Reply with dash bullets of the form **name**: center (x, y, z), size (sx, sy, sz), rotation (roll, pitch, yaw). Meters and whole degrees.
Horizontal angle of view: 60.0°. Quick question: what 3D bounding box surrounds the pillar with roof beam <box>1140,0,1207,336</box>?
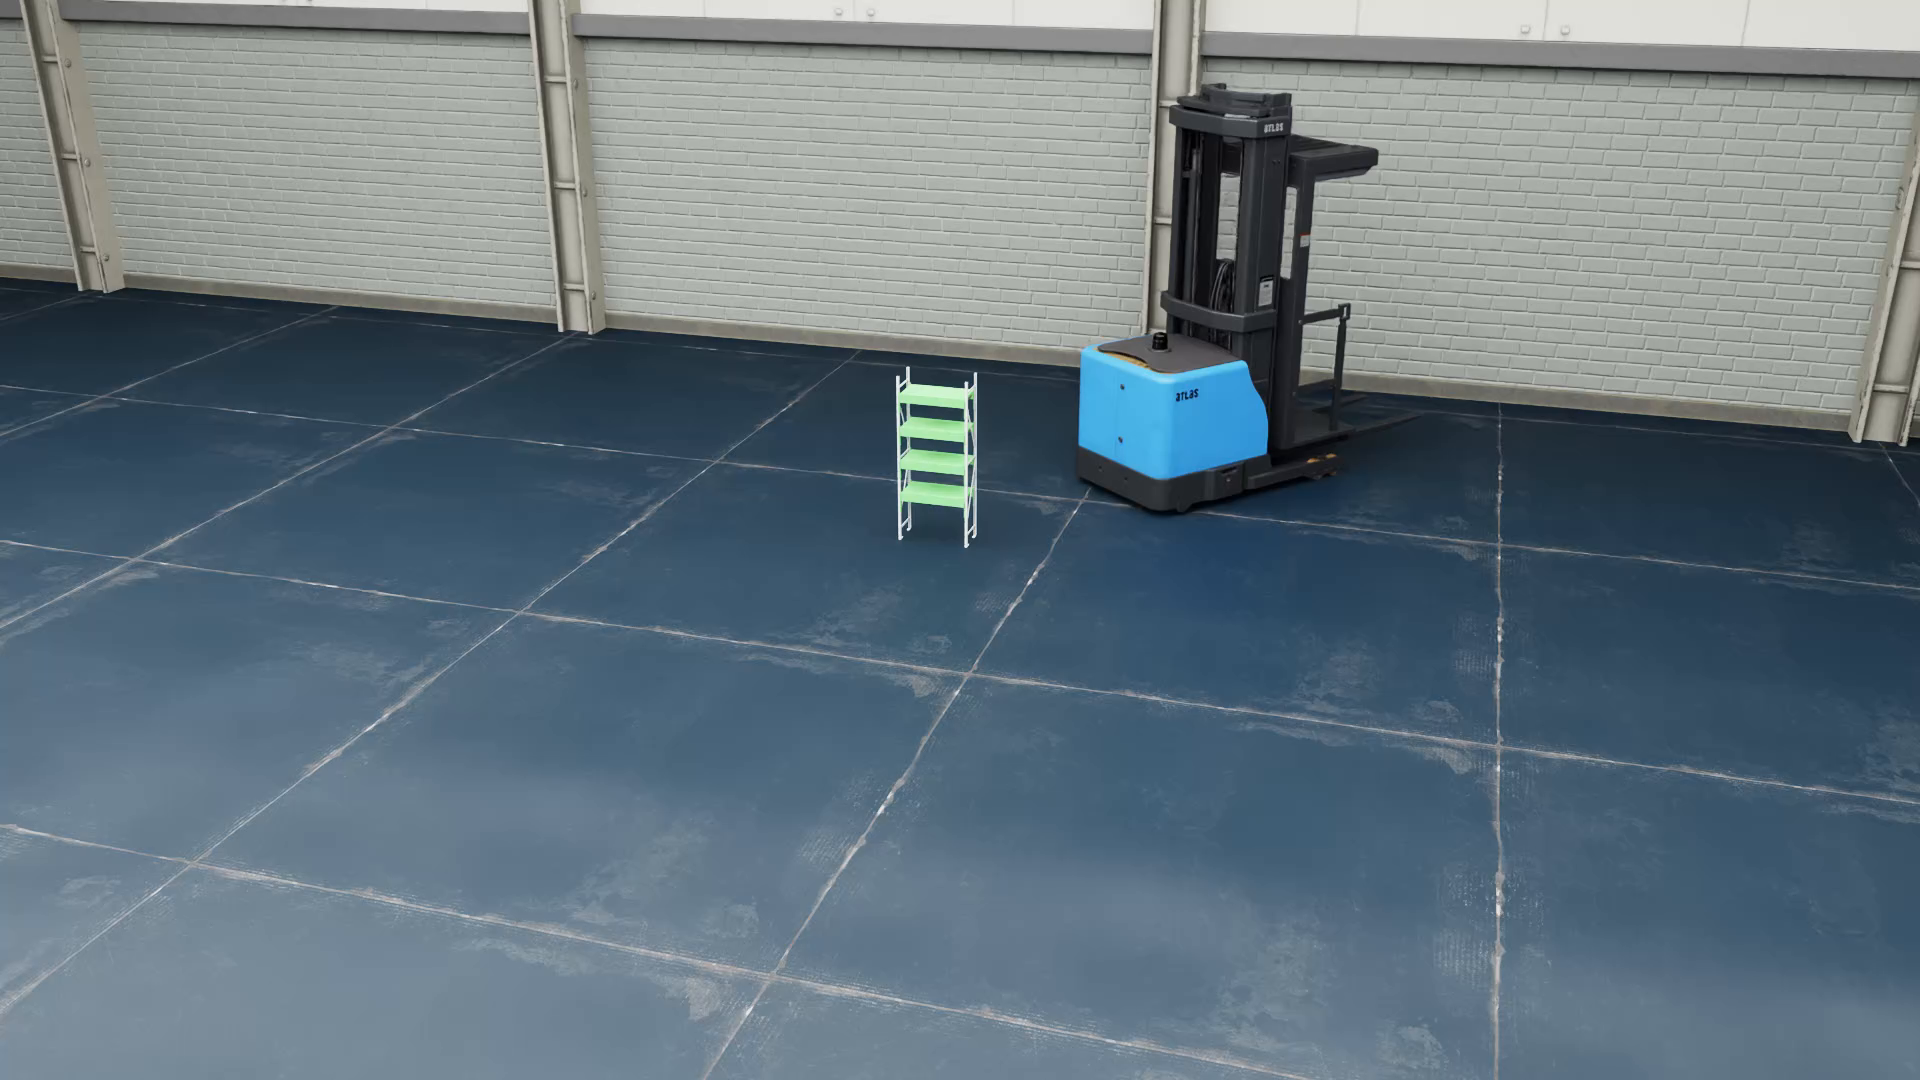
- **pillar with roof beam**: center (0.636, -4.102, 9.914), size (0.400, 9.000, 9.100), rotation (7, 23, 16)

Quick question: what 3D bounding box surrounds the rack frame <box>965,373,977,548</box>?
- **rack frame**: center (0.075, -0.547, 11.521), size (0.015, 1.200, 0.240), rotation (7, 23, 16)

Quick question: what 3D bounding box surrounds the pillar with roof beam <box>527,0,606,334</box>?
- **pillar with roof beam**: center (-5.108, -4.760, 11.517), size (0.400, 9.000, 9.100), rotation (7, 23, 16)

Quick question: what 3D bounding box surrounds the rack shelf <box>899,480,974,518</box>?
- **rack shelf**: center (-0.158, -0.292, 11.702), size (0.480, 0.148, 0.258), rotation (7, 23, 16)

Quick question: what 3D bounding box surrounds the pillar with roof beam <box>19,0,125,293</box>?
- **pillar with roof beam**: center (-10.852, -5.418, 13.121), size (0.400, 9.000, 9.100), rotation (7, 23, 16)

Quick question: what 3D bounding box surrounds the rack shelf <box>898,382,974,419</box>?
- **rack shelf**: center (-0.158, -0.958, 11.429), size (0.480, 0.148, 0.258), rotation (7, 23, 16)

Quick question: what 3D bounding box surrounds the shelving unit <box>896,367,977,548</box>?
- **shelving unit**: center (-0.158, -0.573, 11.587), size (0.503, 1.200, 0.258), rotation (7, 23, 16)

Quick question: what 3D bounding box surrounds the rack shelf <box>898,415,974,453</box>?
- **rack shelf**: center (-0.158, -0.736, 11.520), size (0.480, 0.148, 0.258), rotation (7, 23, 16)

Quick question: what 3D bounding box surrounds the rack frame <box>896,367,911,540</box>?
- **rack frame**: center (-0.392, -0.600, 11.652), size (0.015, 1.200, 0.240), rotation (7, 23, 16)

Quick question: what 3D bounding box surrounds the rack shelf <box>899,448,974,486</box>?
- **rack shelf**: center (-0.158, -0.514, 11.611), size (0.480, 0.148, 0.258), rotation (7, 23, 16)

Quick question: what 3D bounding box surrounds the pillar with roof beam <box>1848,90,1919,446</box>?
- **pillar with roof beam**: center (6.380, -3.445, 8.310), size (0.400, 9.000, 9.100), rotation (7, 23, 16)

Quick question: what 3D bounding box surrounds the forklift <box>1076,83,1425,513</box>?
- **forklift**: center (2.399, -1.972, 12.717), size (3.031, 2.935, 1.130), rotation (-14, 26, -31)
